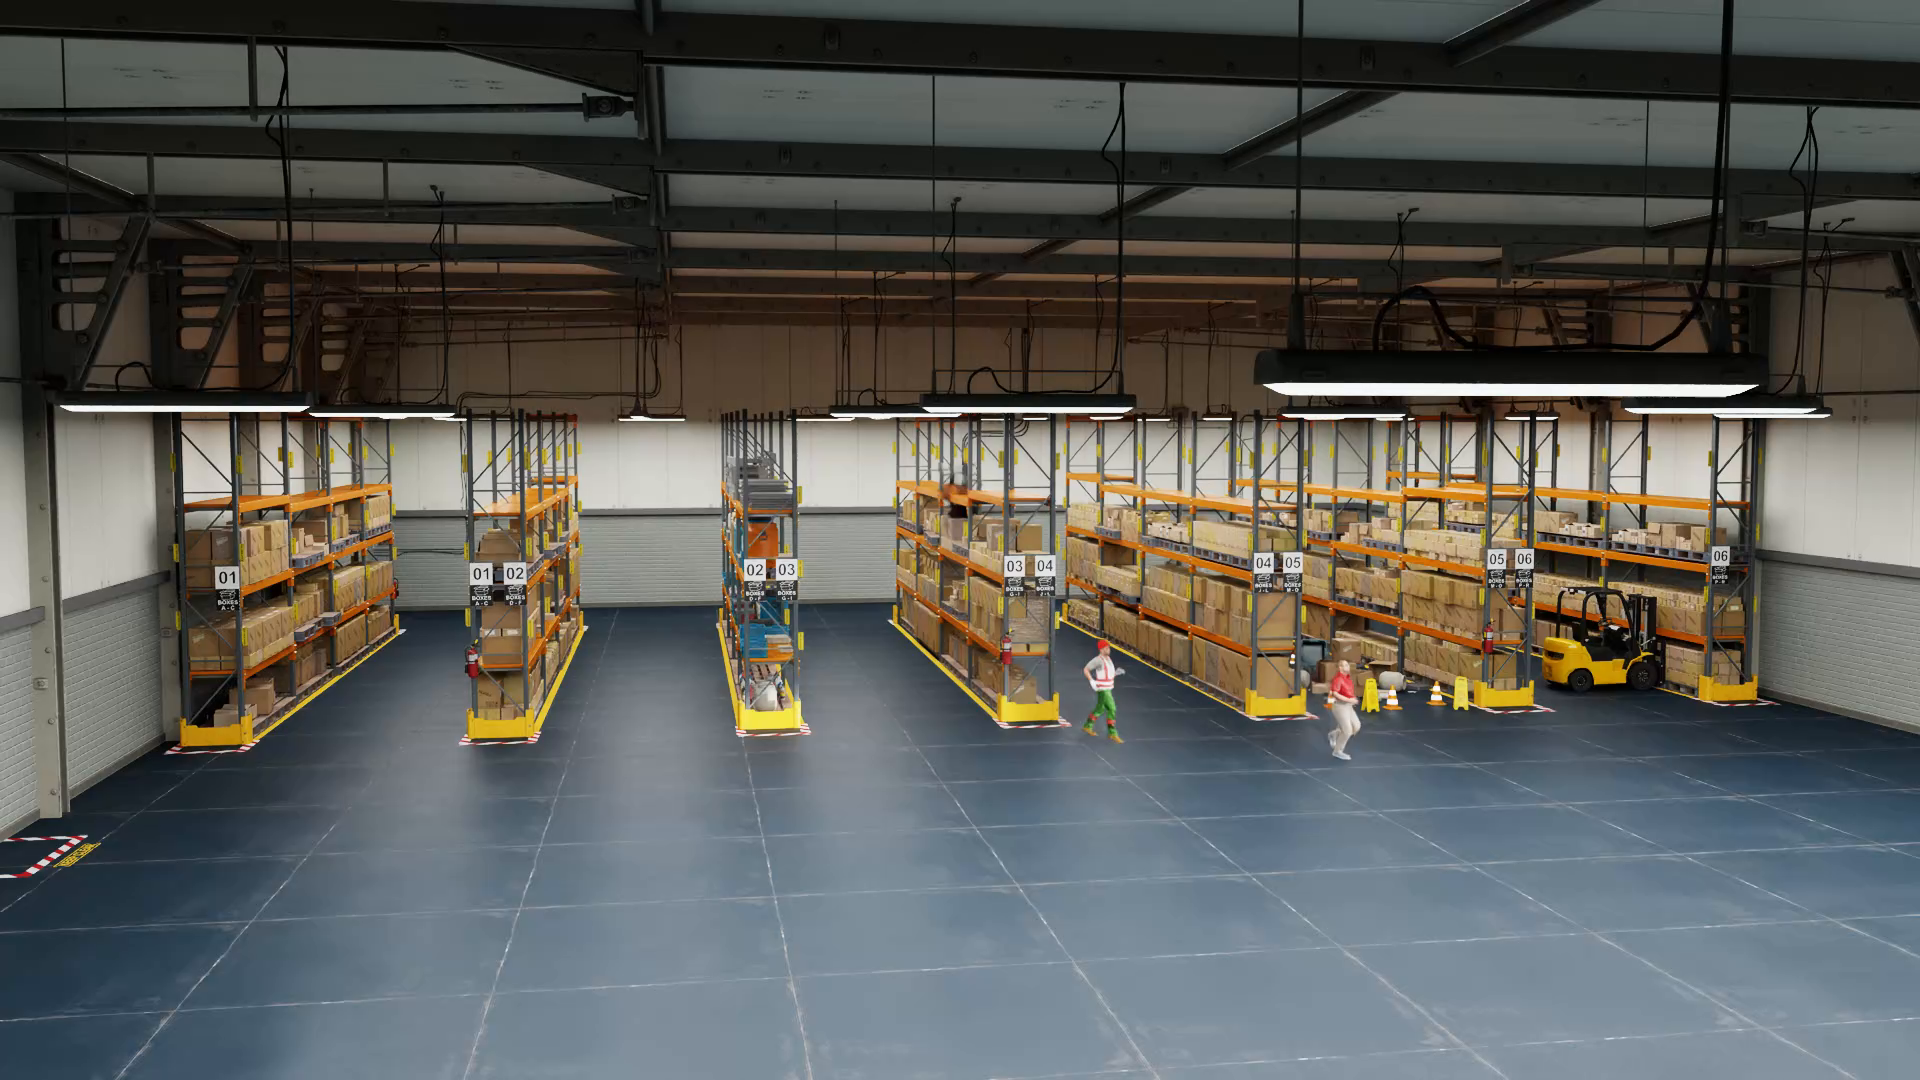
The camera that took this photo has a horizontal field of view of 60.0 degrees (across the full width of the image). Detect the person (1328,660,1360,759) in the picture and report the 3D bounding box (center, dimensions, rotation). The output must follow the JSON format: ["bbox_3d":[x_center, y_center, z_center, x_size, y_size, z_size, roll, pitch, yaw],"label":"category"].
[{"bbox_3d":[6.583,2.894,28.508,0.603,1.692,0.705,2,5,31],"label":"person"}]

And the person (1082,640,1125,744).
[{"bbox_3d":[2.584,2.720,29.988,0.859,1.833,0.655,2,4,25],"label":"person"}]

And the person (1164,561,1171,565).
[{"bbox_3d":[6.433,1.418,50.482,0.857,1.595,0.514,0,4,-6],"label":"person"}]
